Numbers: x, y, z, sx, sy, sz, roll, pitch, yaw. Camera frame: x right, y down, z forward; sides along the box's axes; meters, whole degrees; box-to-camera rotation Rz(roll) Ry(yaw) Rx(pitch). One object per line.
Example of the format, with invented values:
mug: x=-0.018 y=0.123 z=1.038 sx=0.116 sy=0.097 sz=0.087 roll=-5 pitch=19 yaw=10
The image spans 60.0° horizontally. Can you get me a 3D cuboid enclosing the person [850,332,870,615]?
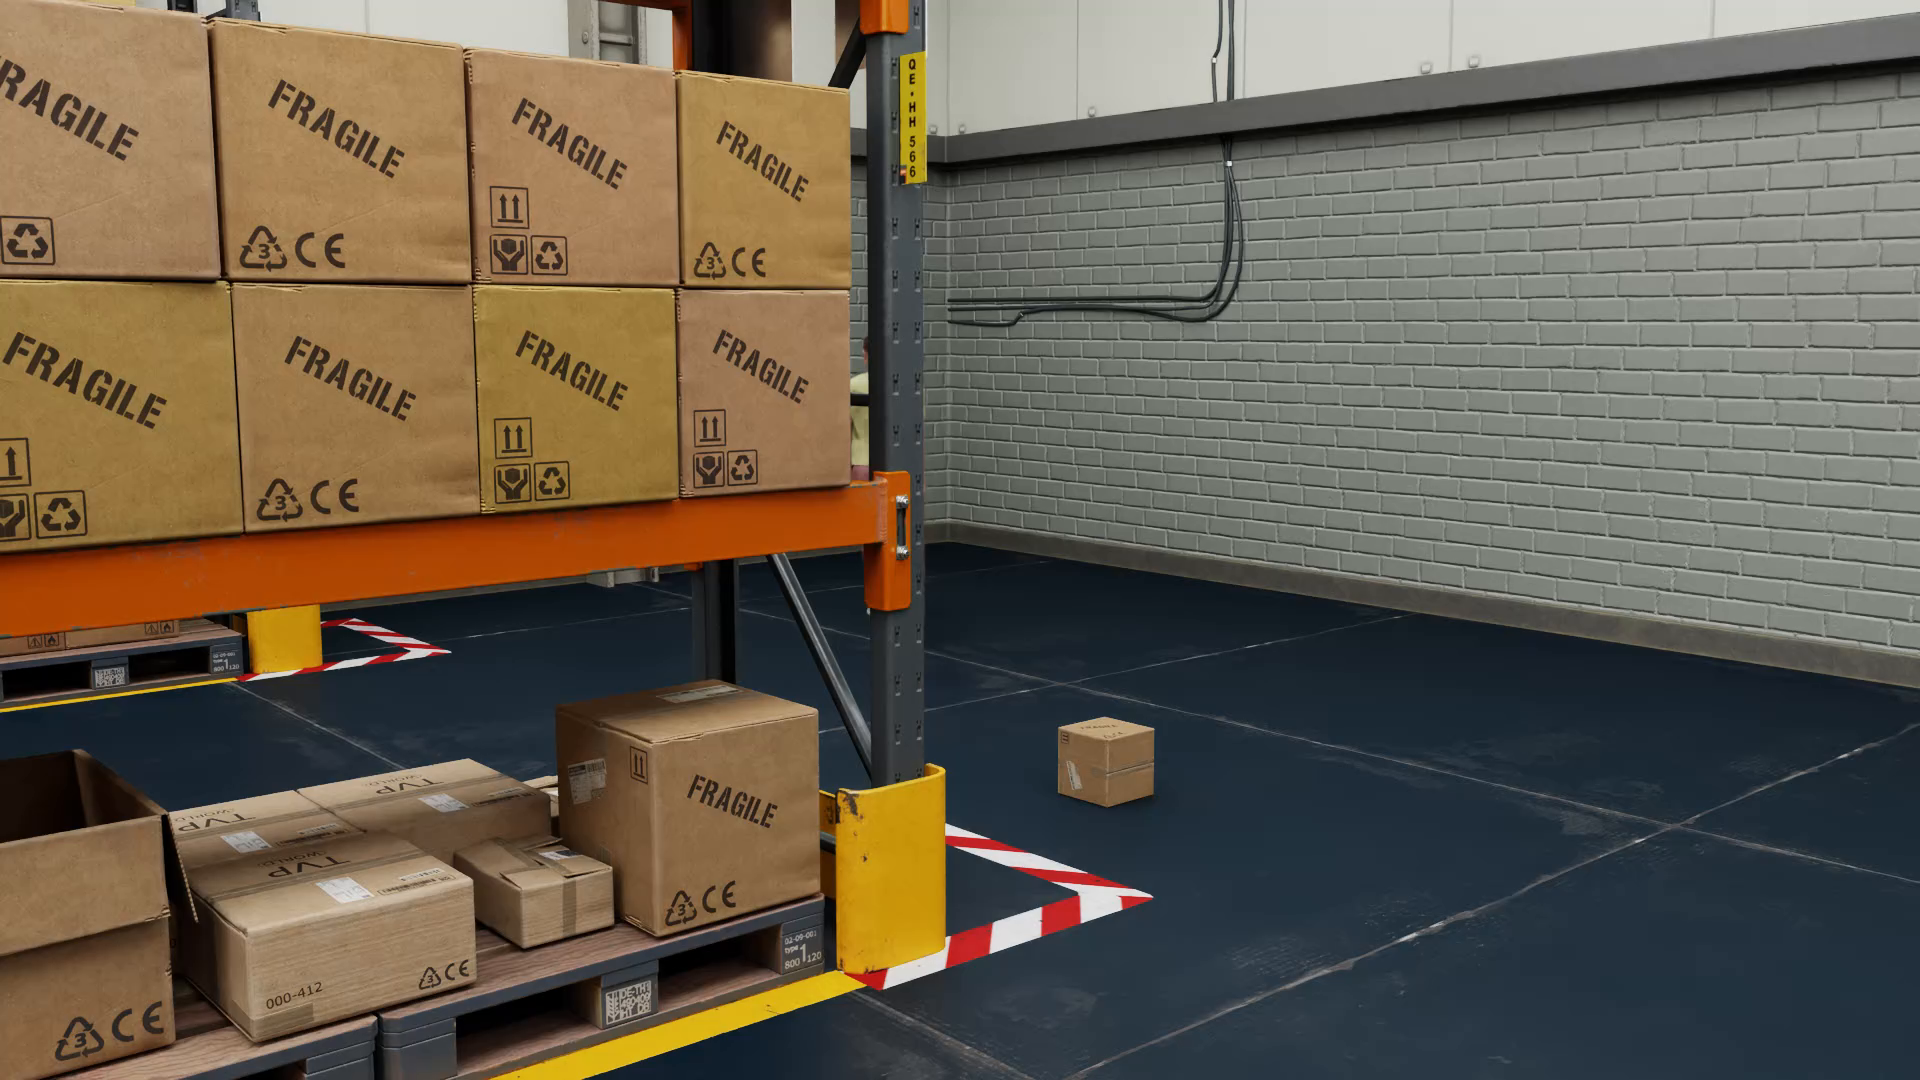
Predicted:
person: x=-0.492 y=-0.365 z=9.650 sx=0.489 sy=1.722 sz=0.577 roll=-2 pitch=8 yaw=-14
